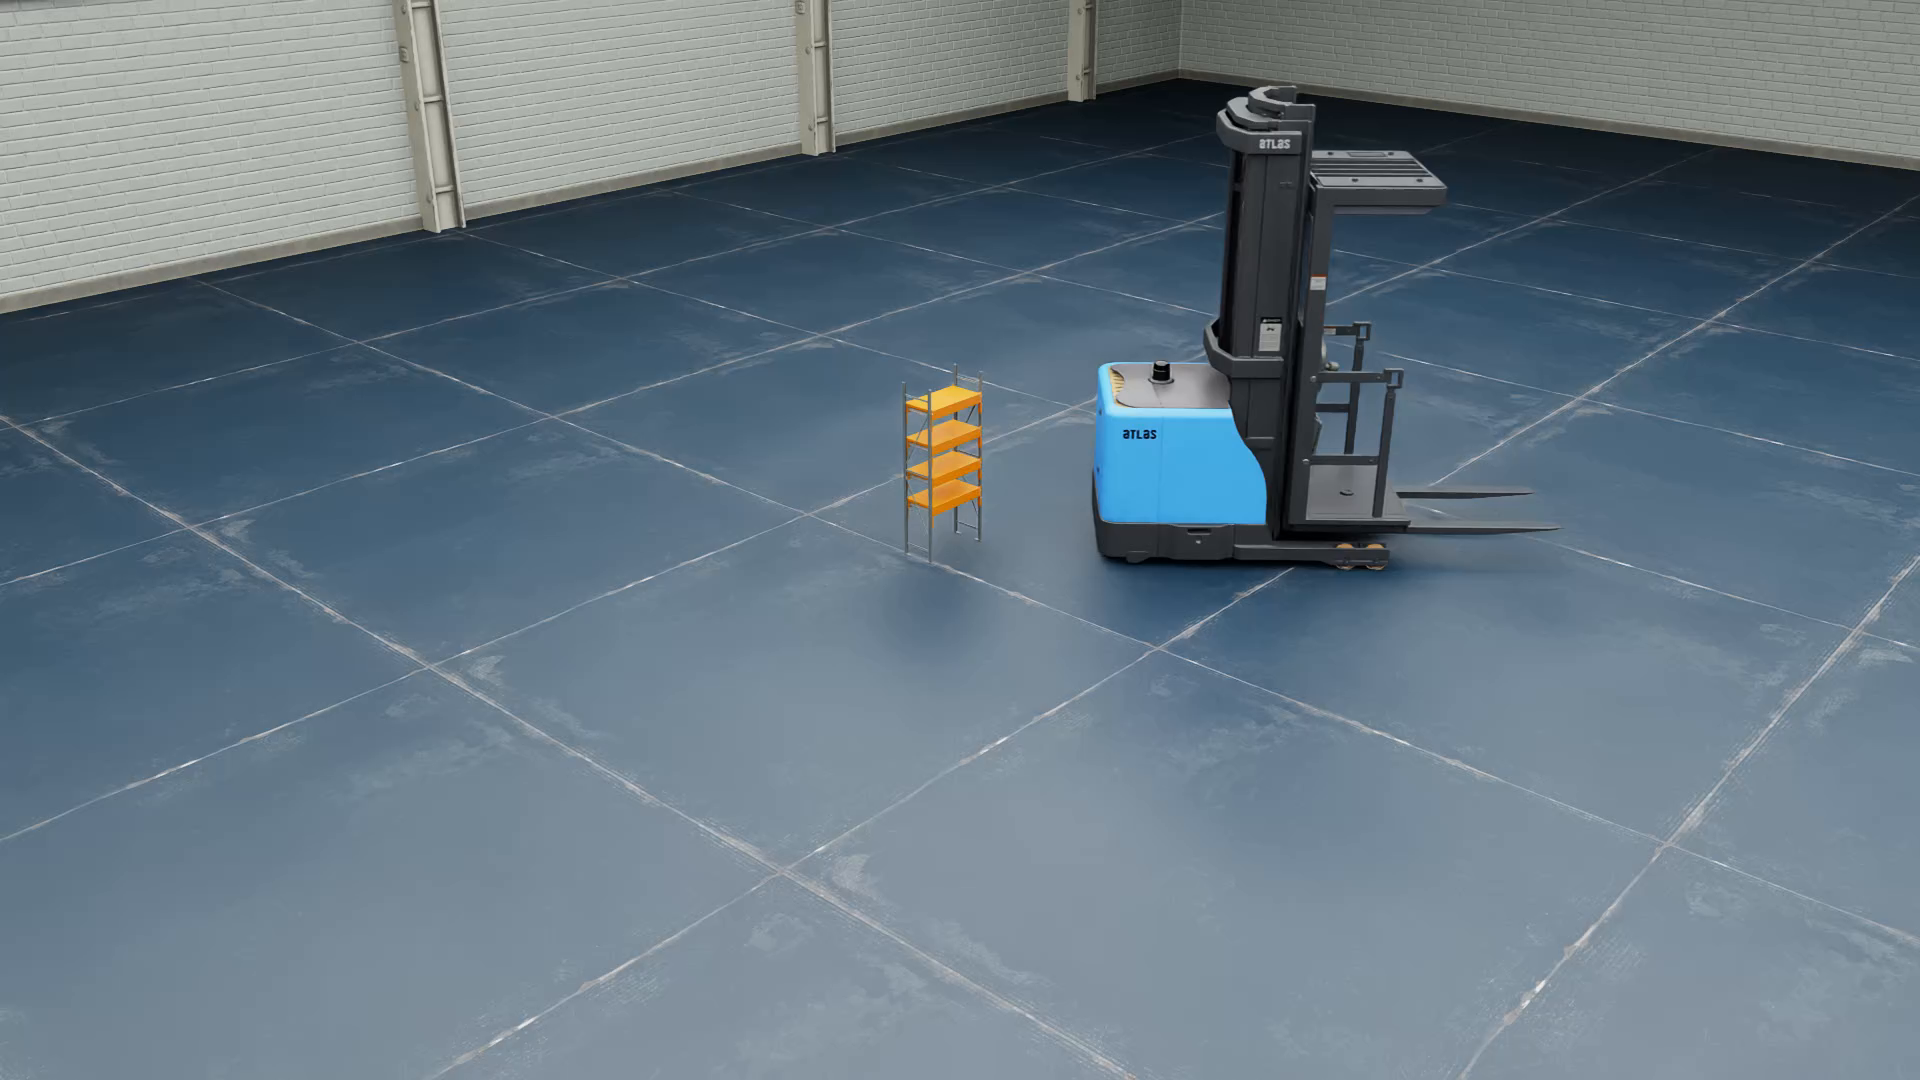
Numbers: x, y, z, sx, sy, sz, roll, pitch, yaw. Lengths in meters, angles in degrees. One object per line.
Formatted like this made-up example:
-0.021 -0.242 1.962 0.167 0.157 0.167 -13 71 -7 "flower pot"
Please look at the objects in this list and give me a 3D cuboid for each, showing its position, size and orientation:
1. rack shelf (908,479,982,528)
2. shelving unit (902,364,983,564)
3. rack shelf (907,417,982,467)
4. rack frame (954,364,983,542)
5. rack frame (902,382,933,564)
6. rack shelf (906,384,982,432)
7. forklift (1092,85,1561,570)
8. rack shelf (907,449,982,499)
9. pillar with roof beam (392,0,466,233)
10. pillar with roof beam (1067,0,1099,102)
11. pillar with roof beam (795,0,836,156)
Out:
-0.110 -0.254 11.001 0.258 0.148 0.480 20 31 38 "rack shelf"
-0.110 -0.497 10.892 0.258 1.200 0.503 20 31 38 "shelving unit"
-0.110 -0.640 10.828 0.258 0.148 0.480 20 31 38 "rack shelf"
0.052 -0.571 11.058 0.240 1.200 0.015 20 31 38 "rack frame"
-0.273 -0.423 10.726 0.240 1.200 0.015 20 31 38 "rack frame"
-0.110 -0.856 10.731 0.258 0.148 0.480 20 31 38 "rack shelf"
2.430 -1.363 10.707 3.031 2.935 1.130 1 24 1 "forklift"
-0.110 -0.436 10.920 0.258 0.148 0.480 20 31 38 "rack shelf"
-2.797 -6.567 14.897 9.100 9.000 0.400 20 31 38 "pillar with roof beam"
5.211 -10.223 23.051 9.100 9.000 0.400 20 31 38 "pillar with roof beam"
1.207 -8.395 18.974 9.100 9.000 0.400 20 31 38 "pillar with roof beam"
